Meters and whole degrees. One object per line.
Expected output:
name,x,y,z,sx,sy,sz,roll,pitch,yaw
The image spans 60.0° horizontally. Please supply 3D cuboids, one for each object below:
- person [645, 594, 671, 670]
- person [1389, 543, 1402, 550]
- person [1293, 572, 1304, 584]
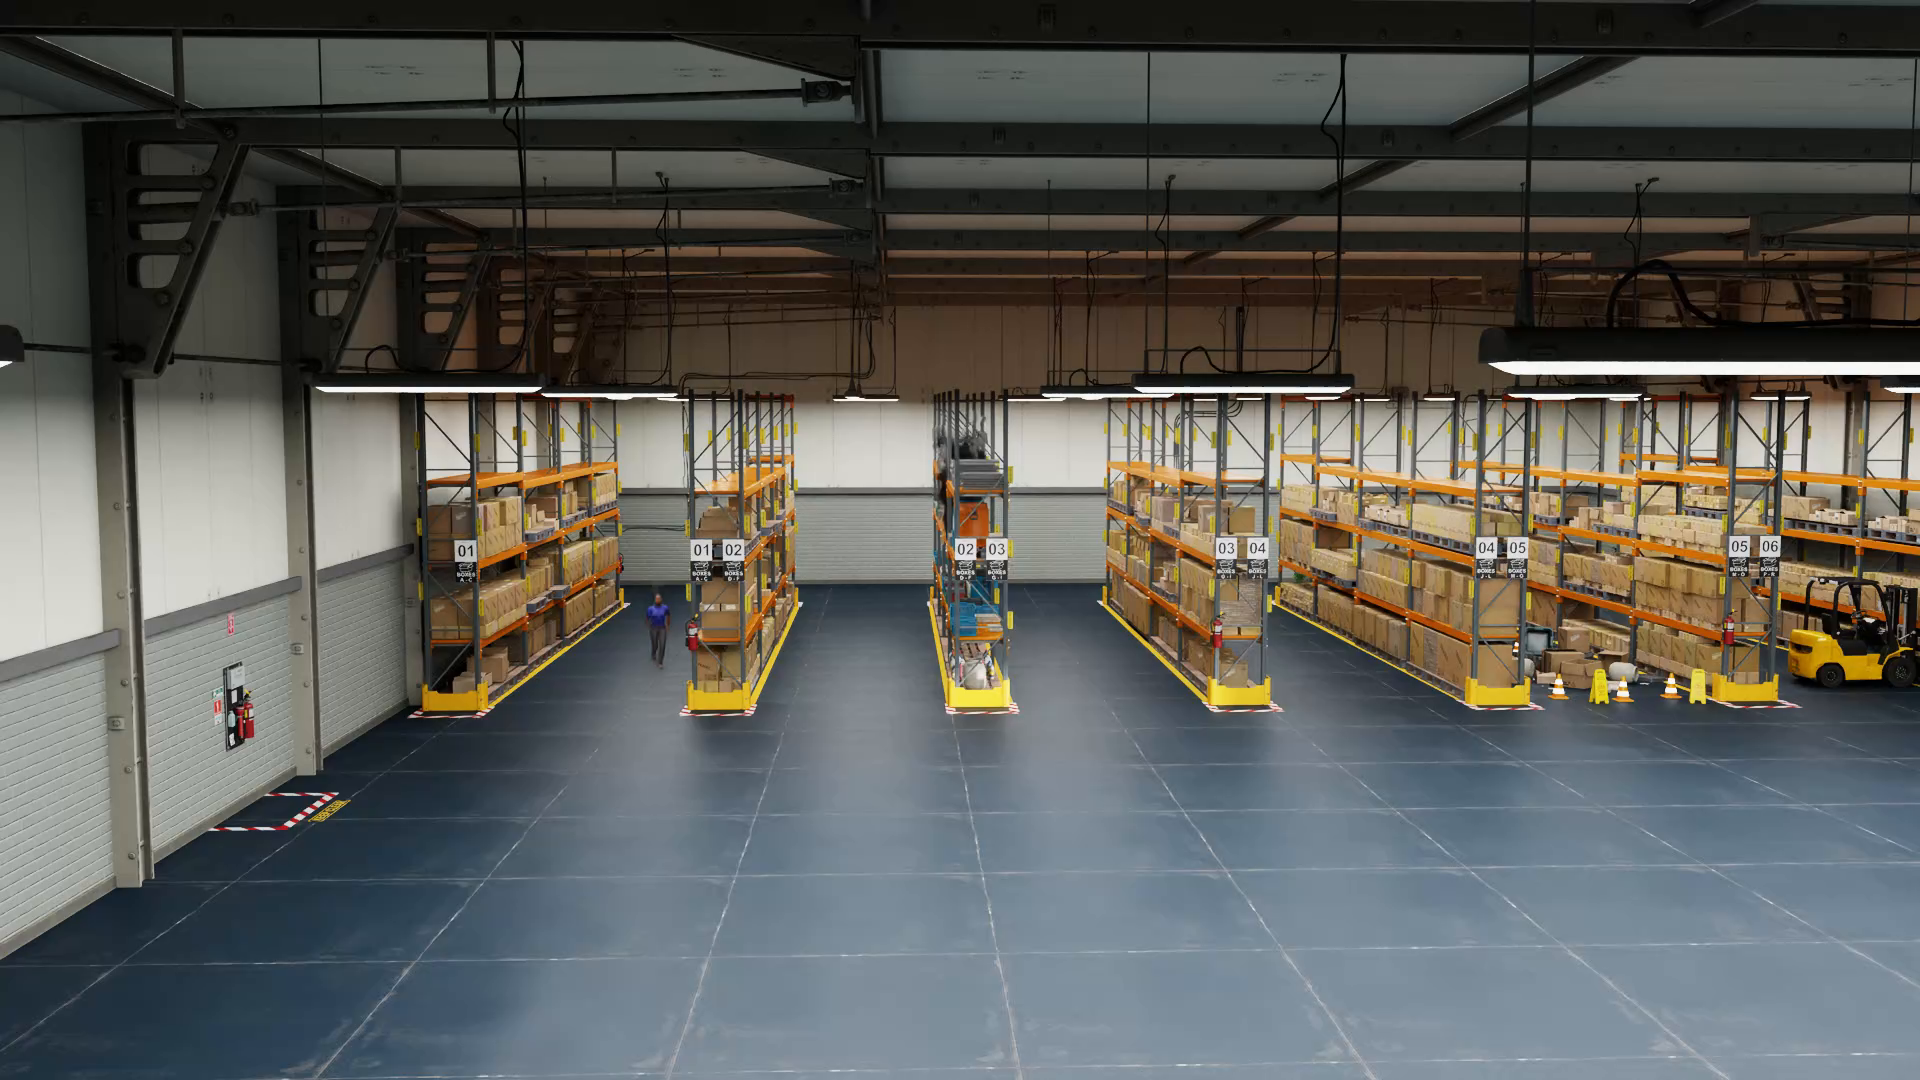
person,-6.566,1.970,36.195,0.565,1.624,0.768,-1,5,-16
person,12.795,0.838,49.276,0.776,1.815,0.723,0,5,1
person,10.084,0.869,48.904,0.704,1.749,0.656,-2,5,-20
